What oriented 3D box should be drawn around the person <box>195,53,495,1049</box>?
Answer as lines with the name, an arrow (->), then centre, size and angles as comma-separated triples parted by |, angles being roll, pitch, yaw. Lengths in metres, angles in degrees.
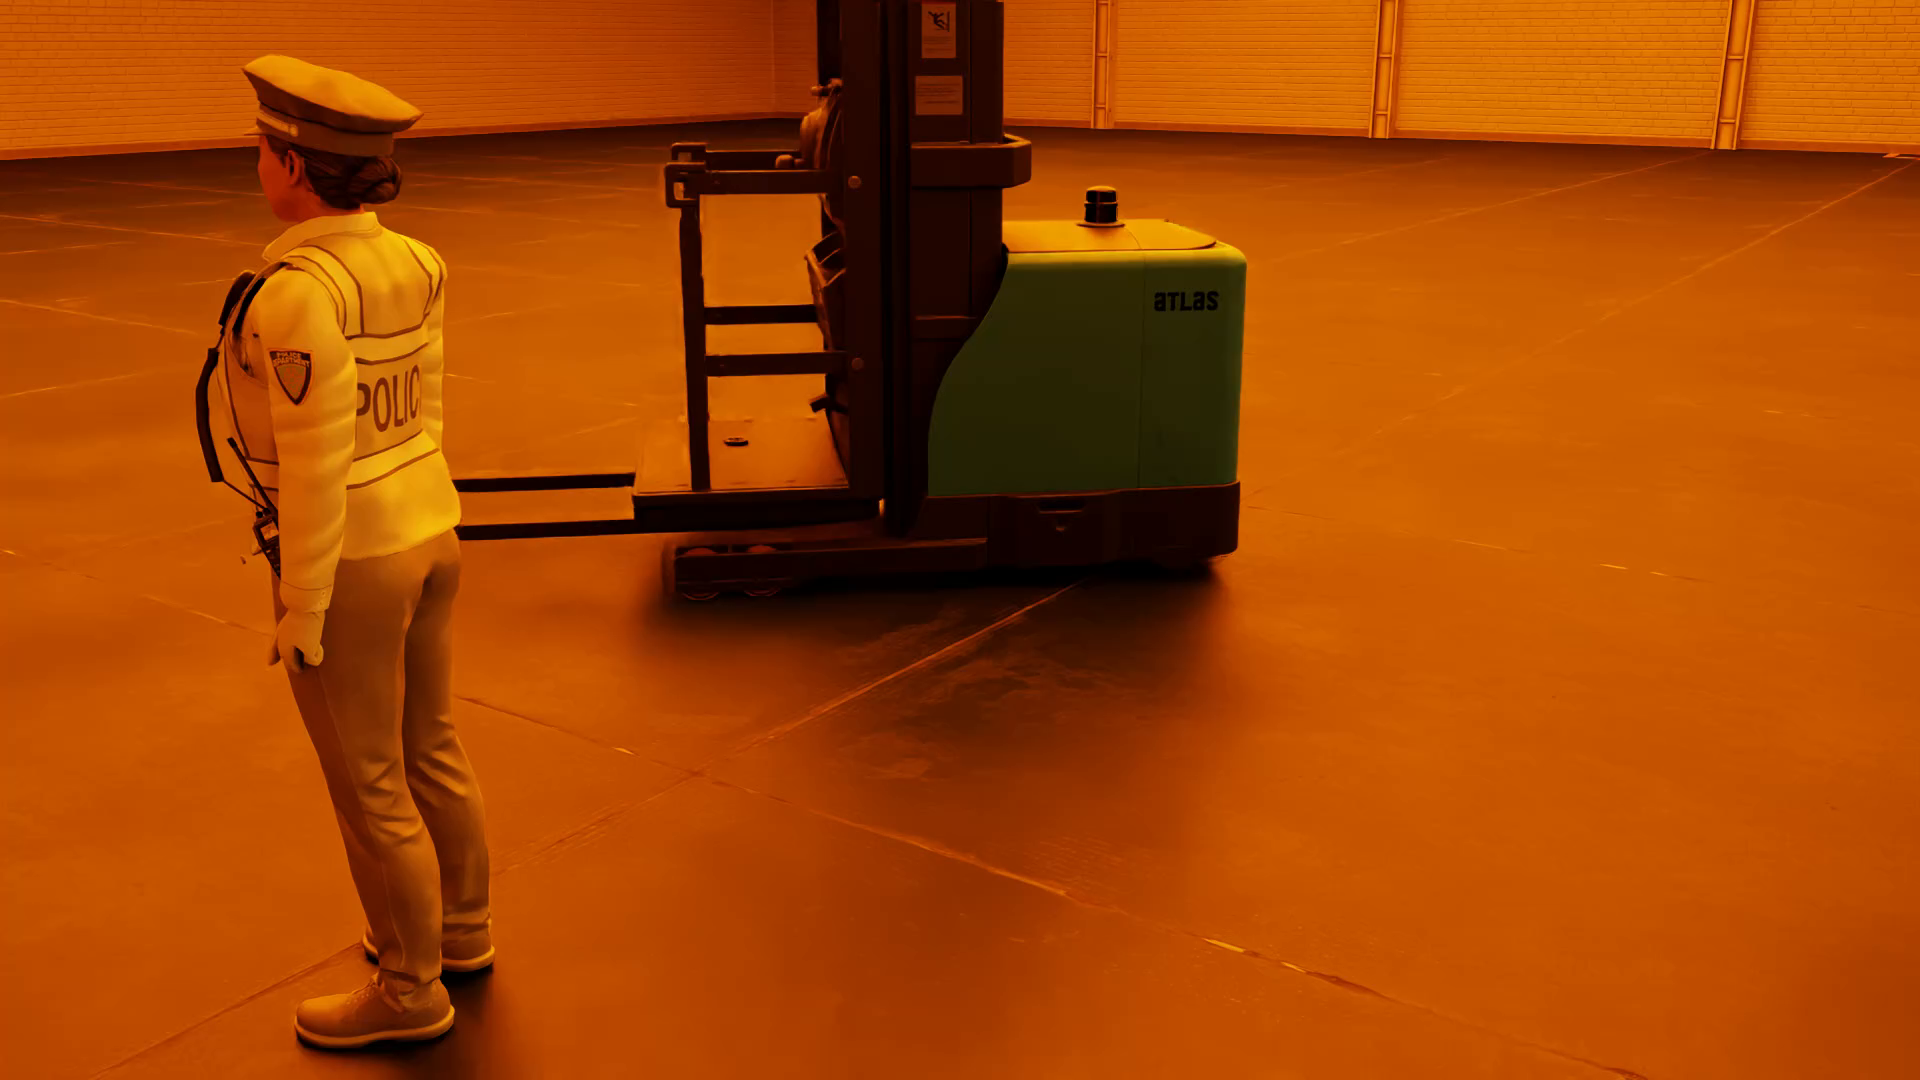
person -> -1.032, 0.047, 2.848 | 0.338, 1.692, 0.463 | 3, 17, 9

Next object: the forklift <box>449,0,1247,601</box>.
forklift -> -0.626, -1.372, 5.421 | 3.031, 2.935, 1.130 | -2, 17, -8
